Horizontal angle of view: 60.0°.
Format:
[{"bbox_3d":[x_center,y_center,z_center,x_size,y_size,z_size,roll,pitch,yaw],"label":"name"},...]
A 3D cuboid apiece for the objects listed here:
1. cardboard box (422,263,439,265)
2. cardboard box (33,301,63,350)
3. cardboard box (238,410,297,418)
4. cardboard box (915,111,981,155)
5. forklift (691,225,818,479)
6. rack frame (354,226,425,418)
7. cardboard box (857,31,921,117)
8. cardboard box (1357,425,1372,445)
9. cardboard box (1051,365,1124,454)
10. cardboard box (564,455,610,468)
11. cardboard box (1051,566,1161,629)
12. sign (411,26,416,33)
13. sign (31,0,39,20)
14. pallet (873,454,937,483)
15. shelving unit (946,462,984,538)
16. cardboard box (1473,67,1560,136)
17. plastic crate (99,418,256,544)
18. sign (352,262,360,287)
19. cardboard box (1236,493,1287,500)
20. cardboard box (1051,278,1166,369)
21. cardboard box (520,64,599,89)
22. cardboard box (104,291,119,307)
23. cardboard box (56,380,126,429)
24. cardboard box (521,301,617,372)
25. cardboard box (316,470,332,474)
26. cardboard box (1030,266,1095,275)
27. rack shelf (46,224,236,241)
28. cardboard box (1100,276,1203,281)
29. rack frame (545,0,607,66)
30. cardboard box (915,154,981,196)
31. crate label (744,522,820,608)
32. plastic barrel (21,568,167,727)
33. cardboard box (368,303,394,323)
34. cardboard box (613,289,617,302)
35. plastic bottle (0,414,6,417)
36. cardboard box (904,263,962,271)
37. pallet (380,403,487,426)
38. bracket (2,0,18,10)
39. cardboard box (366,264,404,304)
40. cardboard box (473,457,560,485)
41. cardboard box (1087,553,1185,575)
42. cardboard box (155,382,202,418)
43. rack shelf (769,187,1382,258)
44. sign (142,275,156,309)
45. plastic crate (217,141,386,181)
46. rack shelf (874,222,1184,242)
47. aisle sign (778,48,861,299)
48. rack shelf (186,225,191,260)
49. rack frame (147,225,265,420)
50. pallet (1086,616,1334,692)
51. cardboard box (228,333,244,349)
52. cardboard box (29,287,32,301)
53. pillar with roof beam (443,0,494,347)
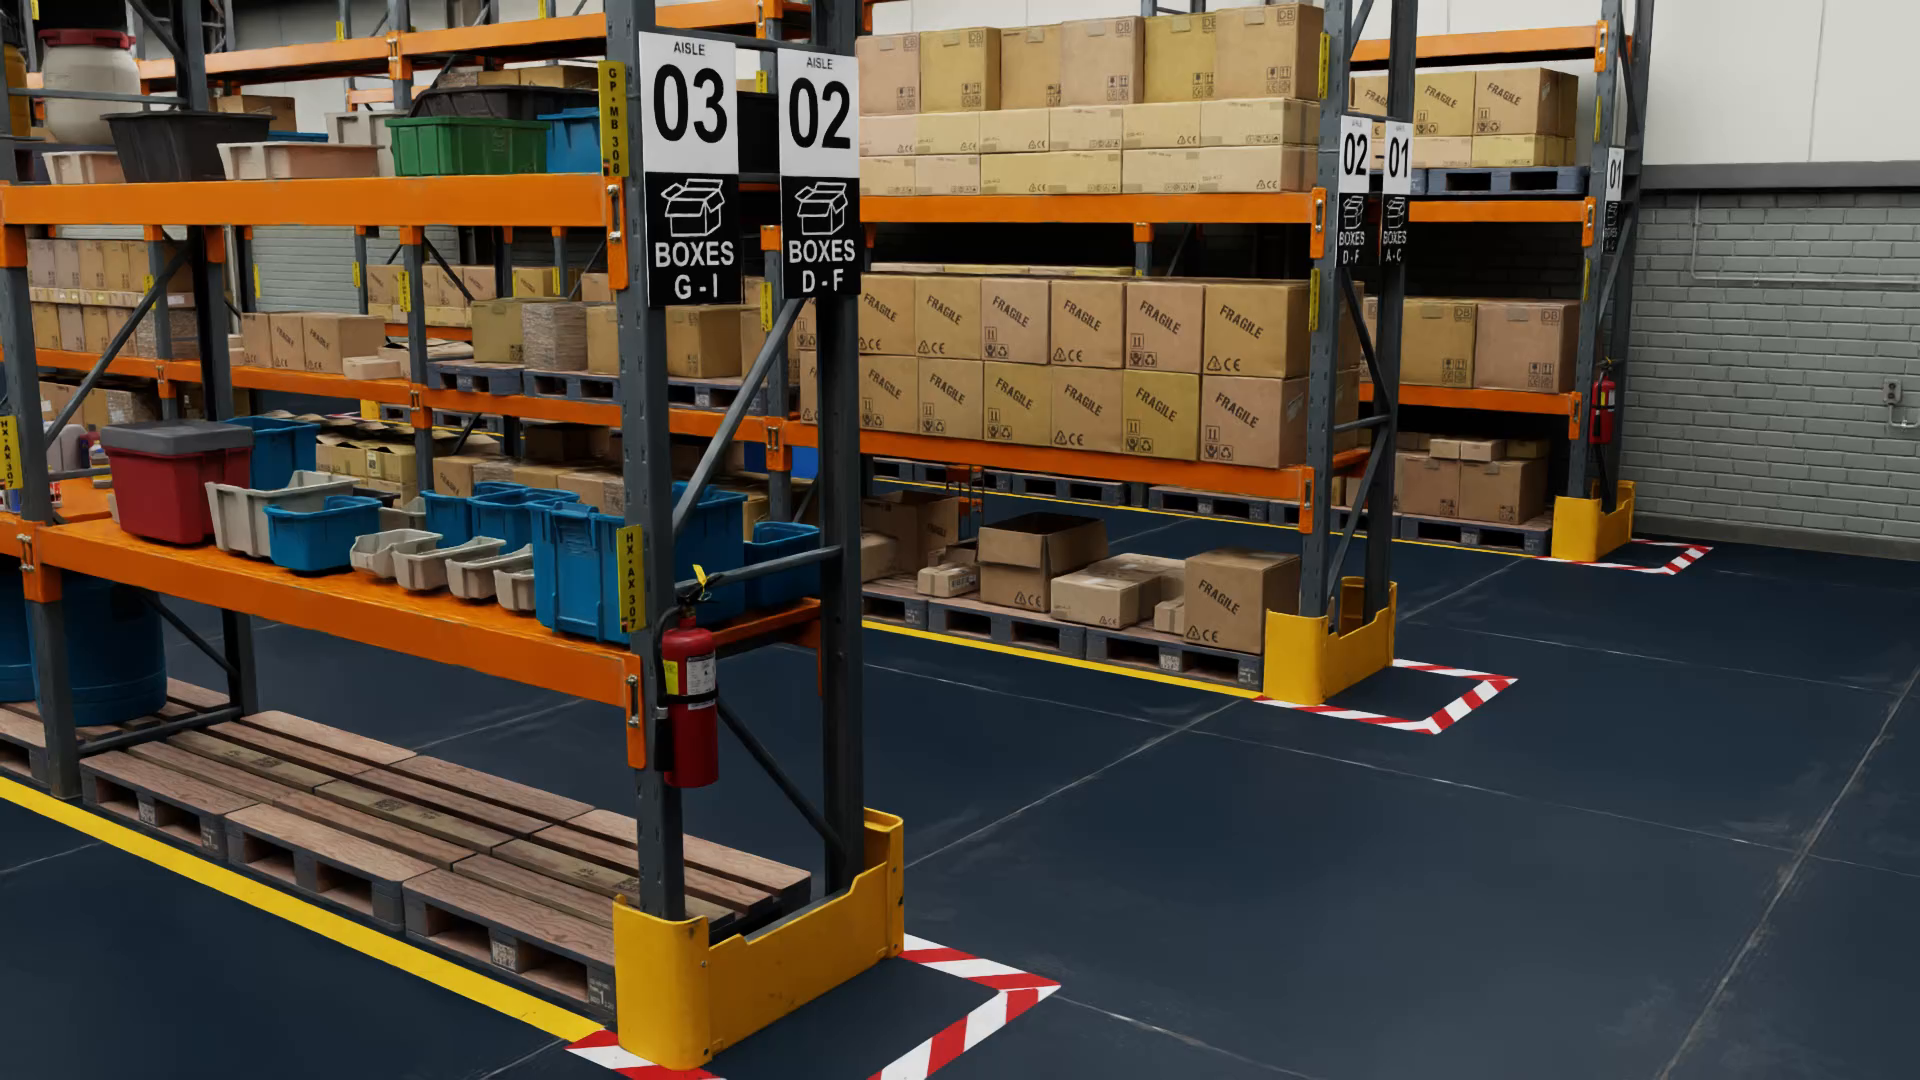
[{"bbox_3d":[-7.219,-3.486,22.520,0.500,0.500,0.500,8,13,35],"label":"cardboard box"},{"bbox_3d":[-9.463,-2.323,17.877,0.500,0.500,0.700,8,14,36],"label":"cardboard box"},{"bbox_3d":[-6.934,-1.124,16.598,0.500,0.311,0.500,8,13,36],"label":"cardboard box"},{"bbox_3d":[0.063,-2.532,10.403,0.500,0.250,0.500,8,13,36],"label":"cardboard box"},{"bbox_3d":[-2.271,-1.850,15.874,3.031,2.935,1.130,10,15,43],"label":"forklift"},{"bbox_3d":[-7.725,-3.202,22.685,0.127,3.000,1.000,8,13,36],"label":"rack frame"},{"bbox_3d":[-0.248,-2.980,10.745,0.500,0.500,0.700,8,13,36],"label":"cardboard box"},{"bbox_3d":[3.540,-0.952,14.819,0.250,0.149,0.380,8,13,35],"label":"cardboard box"},{"bbox_3d":[0.901,-0.817,10.093,0.500,0.500,0.500,8,14,36],"label":"cardboard box"},{"bbox_3d":[-2.896,-0.405,13.651,0.500,0.500,0.500,7,13,34],"label":"cardboard box"},{"bbox_3d":[0.910,0.355,10.381,0.500,0.250,0.500,8,13,36],"label":"cardboard box"},{"bbox_3d":[-7.380,-6.767,22.439,0.005,0.325,0.100,8,13,36],"label":"sign"},{"bbox_3d":[-10.321,-5.968,18.518,0.005,0.325,0.100,8,13,36],"label":"sign"},{"bbox_3d":[-0.686,-0.834,17.783,1.213,0.211,1.003,8,13,36],"label":"pallet"},{"bbox_3d":[0.043,-0.509,13.899,0.252,1.050,0.215,8,13,36],"label":"shelving unit"},{"bbox_3d":[4.420,-3.466,13.205,0.500,0.500,0.500,8,13,35],"label":"cardboard box"},{"bbox_3d":[-3.346,-0.259,7.142,0.583,0.464,0.402,8,13,36],"label":"plastic crate"},{"bbox_3d":[-8.046,-3.544,22.173,0.005,0.325,0.100,8,13,36],"label":"sign"},{"bbox_3d":[2.892,-0.675,15.099,0.500,0.500,0.700,8,13,35],"label":"cardboard box"},{"bbox_3d":[0.892,-1.307,9.992,0.500,0.500,0.500,8,14,37],"label":"cardboard box"},{"bbox_3d":[-3.036,-3.392,12.873,0.500,0.500,0.500,8,13,36],"label":"cardboard box"},{"bbox_3d":[-8.399,-2.446,16.803,0.250,0.149,0.380,8,13,35],"label":"cardboard box"},{"bbox_3d":[-9.146,-1.404,17.551,0.500,0.500,0.500,8,13,36],"label":"cardboard box"},{"bbox_3d":[-3.008,-1.614,13.105,0.700,0.500,0.500,-10,15,-42],"label":"cardboard box"},{"bbox_3d":[-5.596,-0.536,15.039,0.500,0.250,0.500,8,14,37],"label":"cardboard box"},{"bbox_3d":[1.013,-2.499,15.974,0.500,0.250,0.500,8,14,37],"label":"cardboard box"},{"bbox_3d":[-9.042,-3.338,17.384,4.000,0.370,1.077,8,13,36],"label":"rack shelf"},{"bbox_3d":[1.214,-1.390,10.419,0.500,0.500,0.500,8,14,36],"label":"cardboard box"},{"bbox_3d":[-4.501,-5.698,19.791,0.127,3.000,1.000,8,13,36],"label":"rack frame"},{"bbox_3d":[0.066,-2.288,10.455,0.500,0.250,0.500,8,13,36],"label":"cardboard box"},{"bbox_3d":[-0.697,0.088,5.961,0.303,0.233,0.416,8,13,36],"label":"crate label"},{"bbox_3d":[-4.345,0.424,8.361,0.708,0.901,0.600,8,13,36],"label":"plastic barrel"},{"bbox_3d":[-7.520,-3.035,22.162,0.500,0.250,0.500,7,13,34],"label":"cardboard box"},{"bbox_3d":[-3.665,-2.891,19.656,0.500,0.500,0.700,10,15,41],"label":"cardboard box"},{"bbox_3d":[-5.421,-0.575,9.412,0.133,0.283,0.061,8,13,36],"label":"plastic bottle"},{"bbox_3d":[-0.225,-2.670,16.858,0.500,0.250,0.500,8,14,36],"label":"cardboard box"},{"bbox_3d":[-7.030,-1.728,22.406,1.213,0.211,1.003,8,13,36],"label":"pallet"},{"bbox_3d":[-16.196,-9.217,28.502,0.430,0.232,0.235,8,13,36],"label":"bracket"},{"bbox_3d":[-7.518,-3.407,22.111,0.500,0.500,0.500,8,14,36],"label":"cardboard box"},{"bbox_3d":[-3.583,-0.380,13.519,0.500,0.500,0.500,7,13,33],"label":"cardboard box"},{"bbox_3d":[1.166,0.272,10.806,0.500,0.250,0.500,8,13,36],"label":"cardboard box"},{"bbox_3d":[-8.026,-1.373,17.390,0.500,0.500,0.500,8,13,36],"label":"cardboard box"},{"bbox_3d":[0.630,-1.989,10.410,4.000,0.370,1.077,8,13,36],"label":"rack shelf"},{"bbox_3d":[-7.757,-2.373,15.908,0.005,0.325,0.100,8,13,36],"label":"sign"},{"bbox_3d":[-2.505,-1.424,6.292,0.530,0.136,0.437,8,13,36],"label":"plastic crate"},{"bbox_3d":[0.335,-3.197,16.657,4.000,0.370,1.077,8,13,36],"label":"rack shelf"},{"bbox_3d":[-0.459,-1.200,5.493,0.004,0.787,0.394,8,13,36],"label":"aisle sign"},{"bbox_3d":[-5.529,-1.681,8.817,4.000,0.370,1.077,8,13,36],"label":"rack shelf"},{"bbox_3d":[-7.430,-1.994,16.438,0.127,3.000,1.000,8,13,36],"label":"rack frame"},{"bbox_3d":[1.538,0.627,10.236,1.213,0.211,1.003,8,13,36],"label":"pallet"},{"bbox_3d":[-7.007,-1.871,16.201,0.500,0.250,0.500,9,14,39],"label":"cardboard box"},{"bbox_3d":[-9.849,-2.648,17.847,0.250,0.149,0.380,8,13,35],"label":"cardboard box"},{"bbox_3d":[-9.197,-5.542,18.986,0.400,9.000,9.100,8,13,36],"label":"pillar with roof beam"}]
